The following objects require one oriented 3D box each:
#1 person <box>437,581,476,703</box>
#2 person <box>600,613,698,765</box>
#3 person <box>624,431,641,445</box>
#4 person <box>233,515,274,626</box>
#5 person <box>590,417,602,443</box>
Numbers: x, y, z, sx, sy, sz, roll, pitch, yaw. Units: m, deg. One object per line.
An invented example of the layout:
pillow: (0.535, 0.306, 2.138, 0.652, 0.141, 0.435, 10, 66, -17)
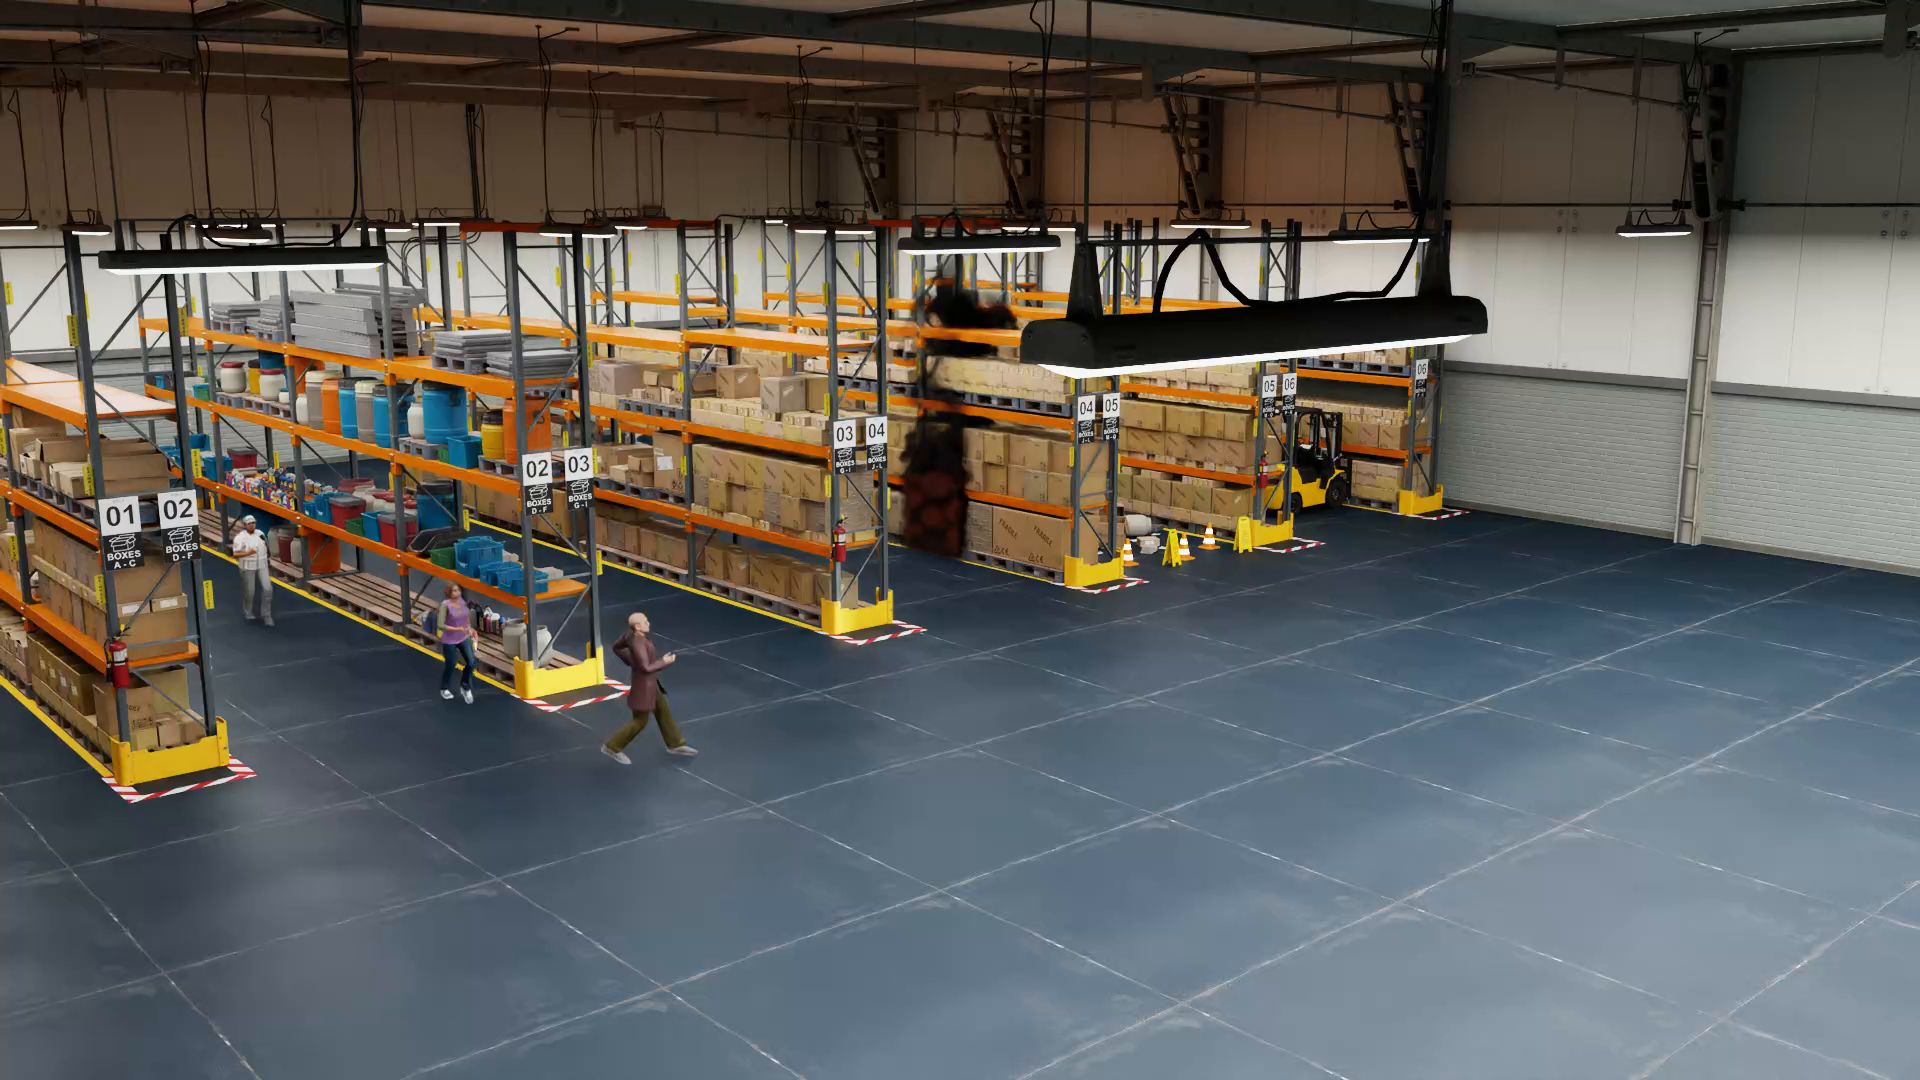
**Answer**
person: (-6.452, 1.322, 21.328, 0.678, 1.633, 0.563, 9, 15, 38)
person: (-3.547, 1.675, 18.986, 1.068, 1.758, 0.731, -3, 12, -14)
person: (-8.095, -2.775, 41.221, 0.891, 1.775, 0.731, 2, 12, 12)
person: (-10.774, 0.468, 25.379, 0.585, 1.723, 0.708, -10, 15, -40)
person: (-8.322, -2.000, 37.388, 0.731, 1.715, 0.710, -7, 13, -30)
